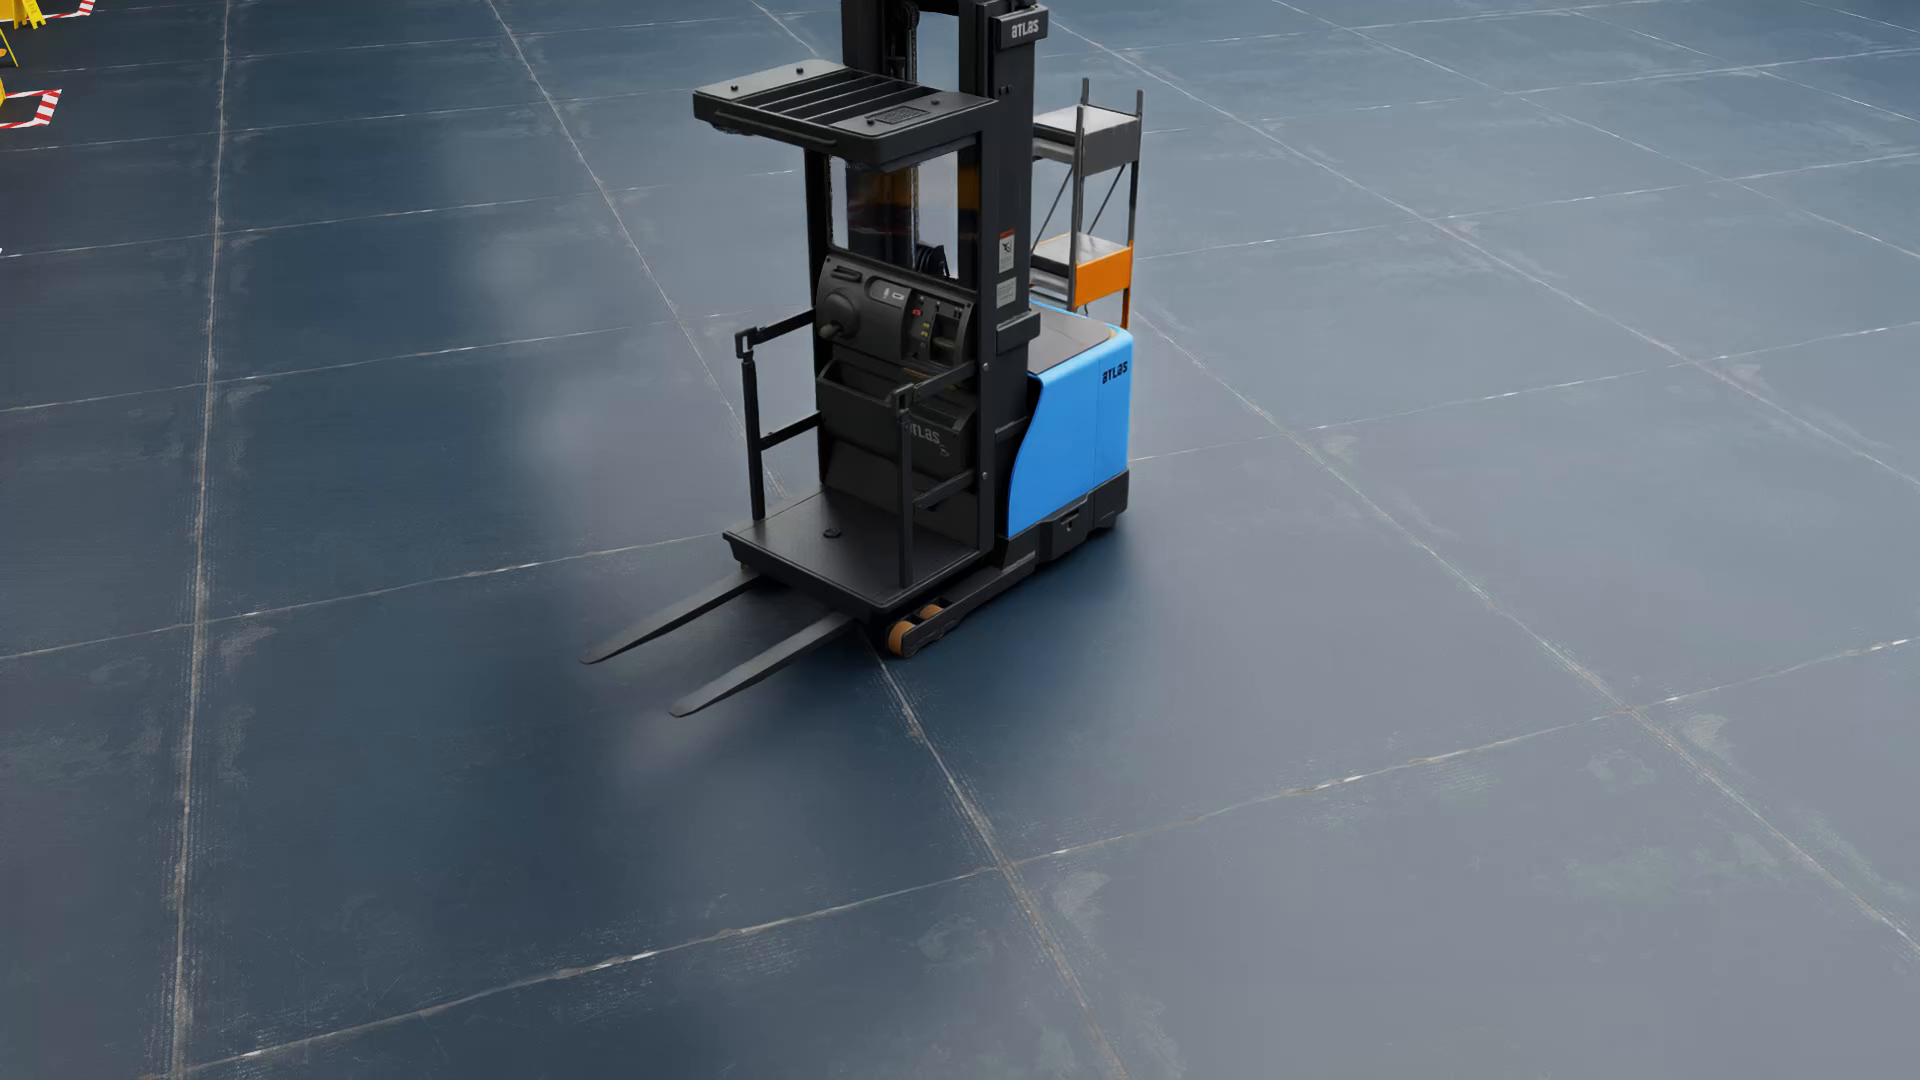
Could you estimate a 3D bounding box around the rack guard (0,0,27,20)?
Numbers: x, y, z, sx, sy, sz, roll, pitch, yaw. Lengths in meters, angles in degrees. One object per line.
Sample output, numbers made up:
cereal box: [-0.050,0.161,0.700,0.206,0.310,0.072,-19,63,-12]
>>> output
rack guard: [-11.309,-6.571,19.779,0.348,0.500,1.175,-10,31,-18]

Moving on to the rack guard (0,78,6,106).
rack guard: [-9.394,-4.310,15.809,0.348,0.500,1.175,-10,31,-18]

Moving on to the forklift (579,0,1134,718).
forklift: [-0.447,-1.008,7.558,1.130,2.935,3.031,23,37,35]

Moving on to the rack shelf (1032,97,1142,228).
rack shelf: [0.628,-1.984,8.715,0.431,0.518,0.480,25,37,37]

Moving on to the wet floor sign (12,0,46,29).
wet floor sign: [-10.686,-6.184,18.953,0.232,0.644,0.267,0,30,0]

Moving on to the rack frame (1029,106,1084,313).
rack frame: [0.451,-1.299,8.888,0.400,2.100,0.015,25,37,37]

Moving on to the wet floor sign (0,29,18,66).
wet floor sign: [-10.080,-5.292,17.387,0.232,0.644,0.267,-16,33,-26]

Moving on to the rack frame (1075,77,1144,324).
rack frame: [0.785,-1.466,9.202,0.400,2.100,0.015,25,37,37]

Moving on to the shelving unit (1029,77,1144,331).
shelving unit: [0.618,-1.383,9.045,0.431,2.100,0.503,25,37,37]

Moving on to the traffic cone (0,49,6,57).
traffic cone: [-10.485,-5.439,17.830,0.334,0.463,0.336,-10,31,-18]

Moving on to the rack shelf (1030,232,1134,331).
rack shelf: [0.618,-1.371,9.052,0.431,0.518,0.480,25,37,37]
